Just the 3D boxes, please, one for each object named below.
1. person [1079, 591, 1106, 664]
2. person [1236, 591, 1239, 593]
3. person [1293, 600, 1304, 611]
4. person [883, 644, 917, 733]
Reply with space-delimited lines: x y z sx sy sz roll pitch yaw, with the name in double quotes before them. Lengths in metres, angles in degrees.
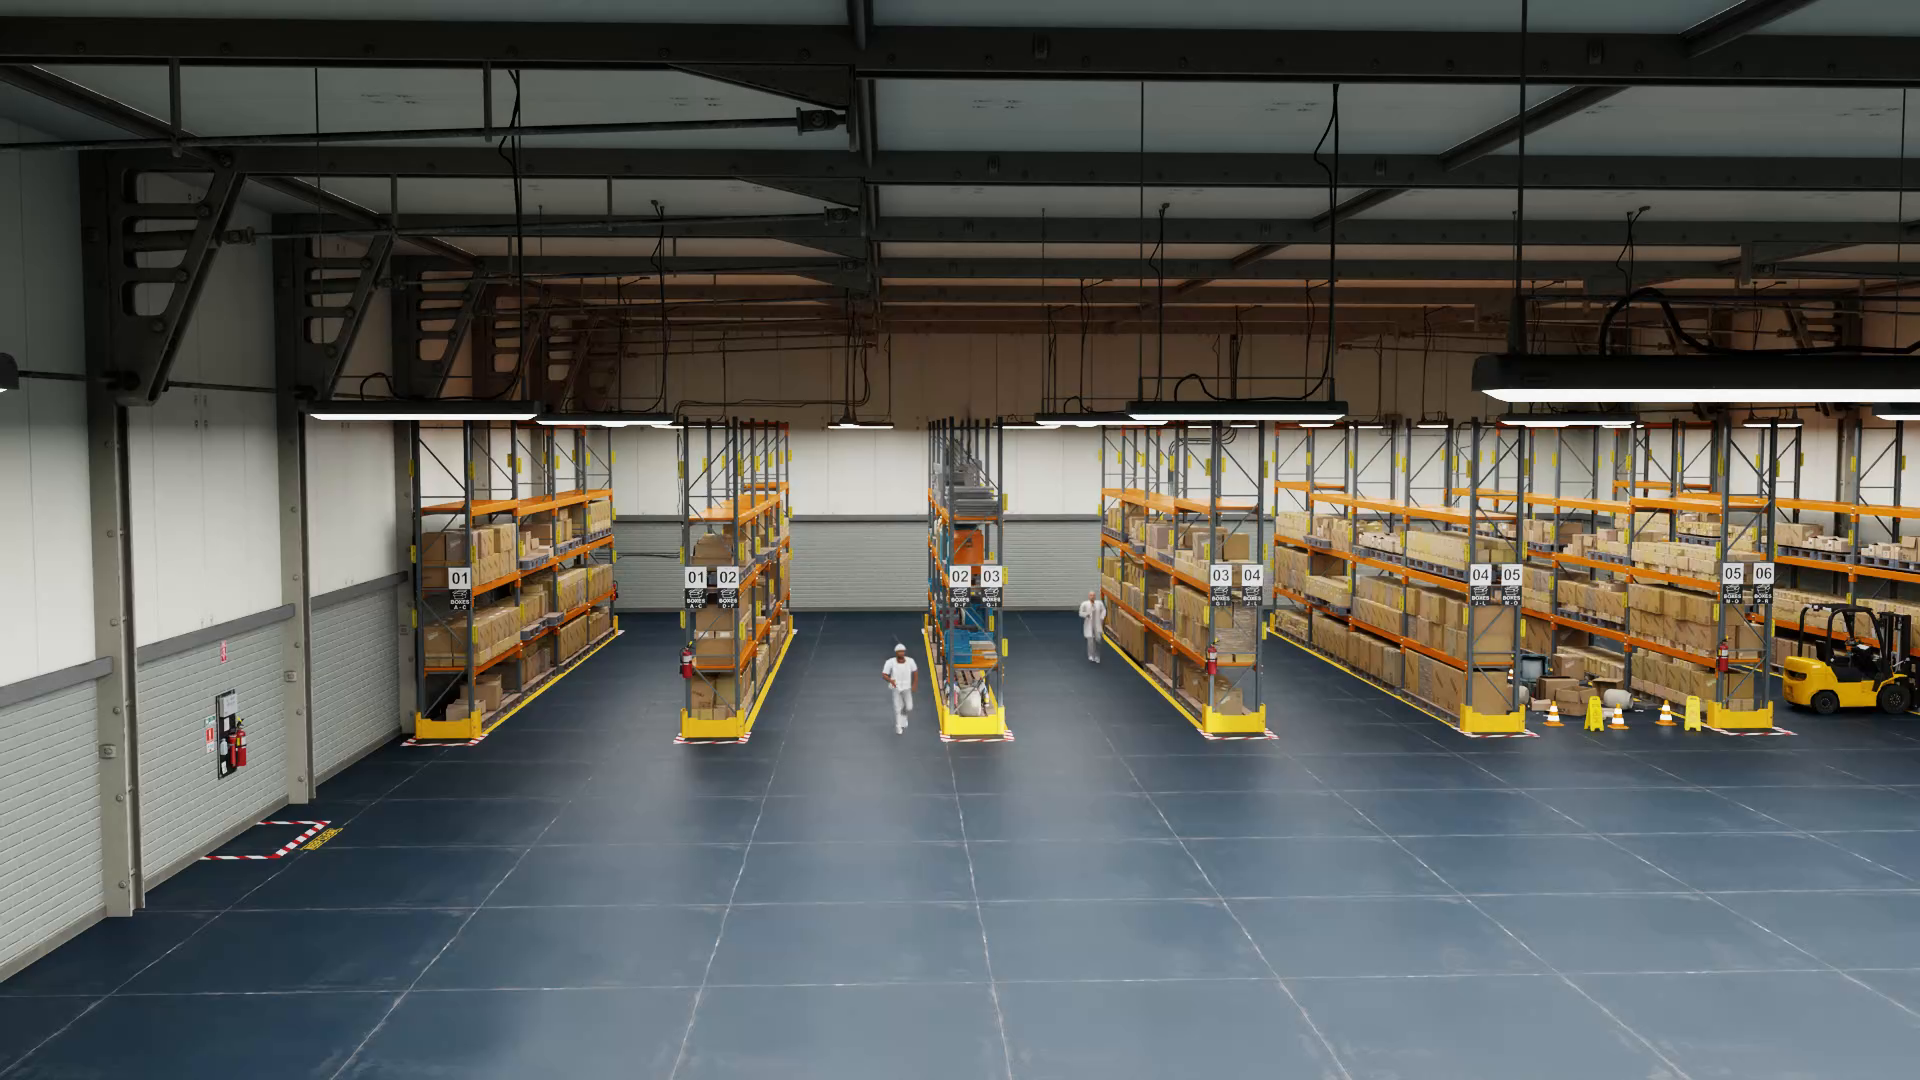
"person" 3.282 2.168 41.099 0.682 1.824 0.812 0 4 -1
"person" 7.787 1.777 47.797 0.812 1.734 0.736 2 4 27
"person" 10.075 1.675 49.330 0.851 1.700 0.559 -1 4 -20
"person" -1.108 2.819 31.480 0.702 1.709 0.616 -1 4 -13
